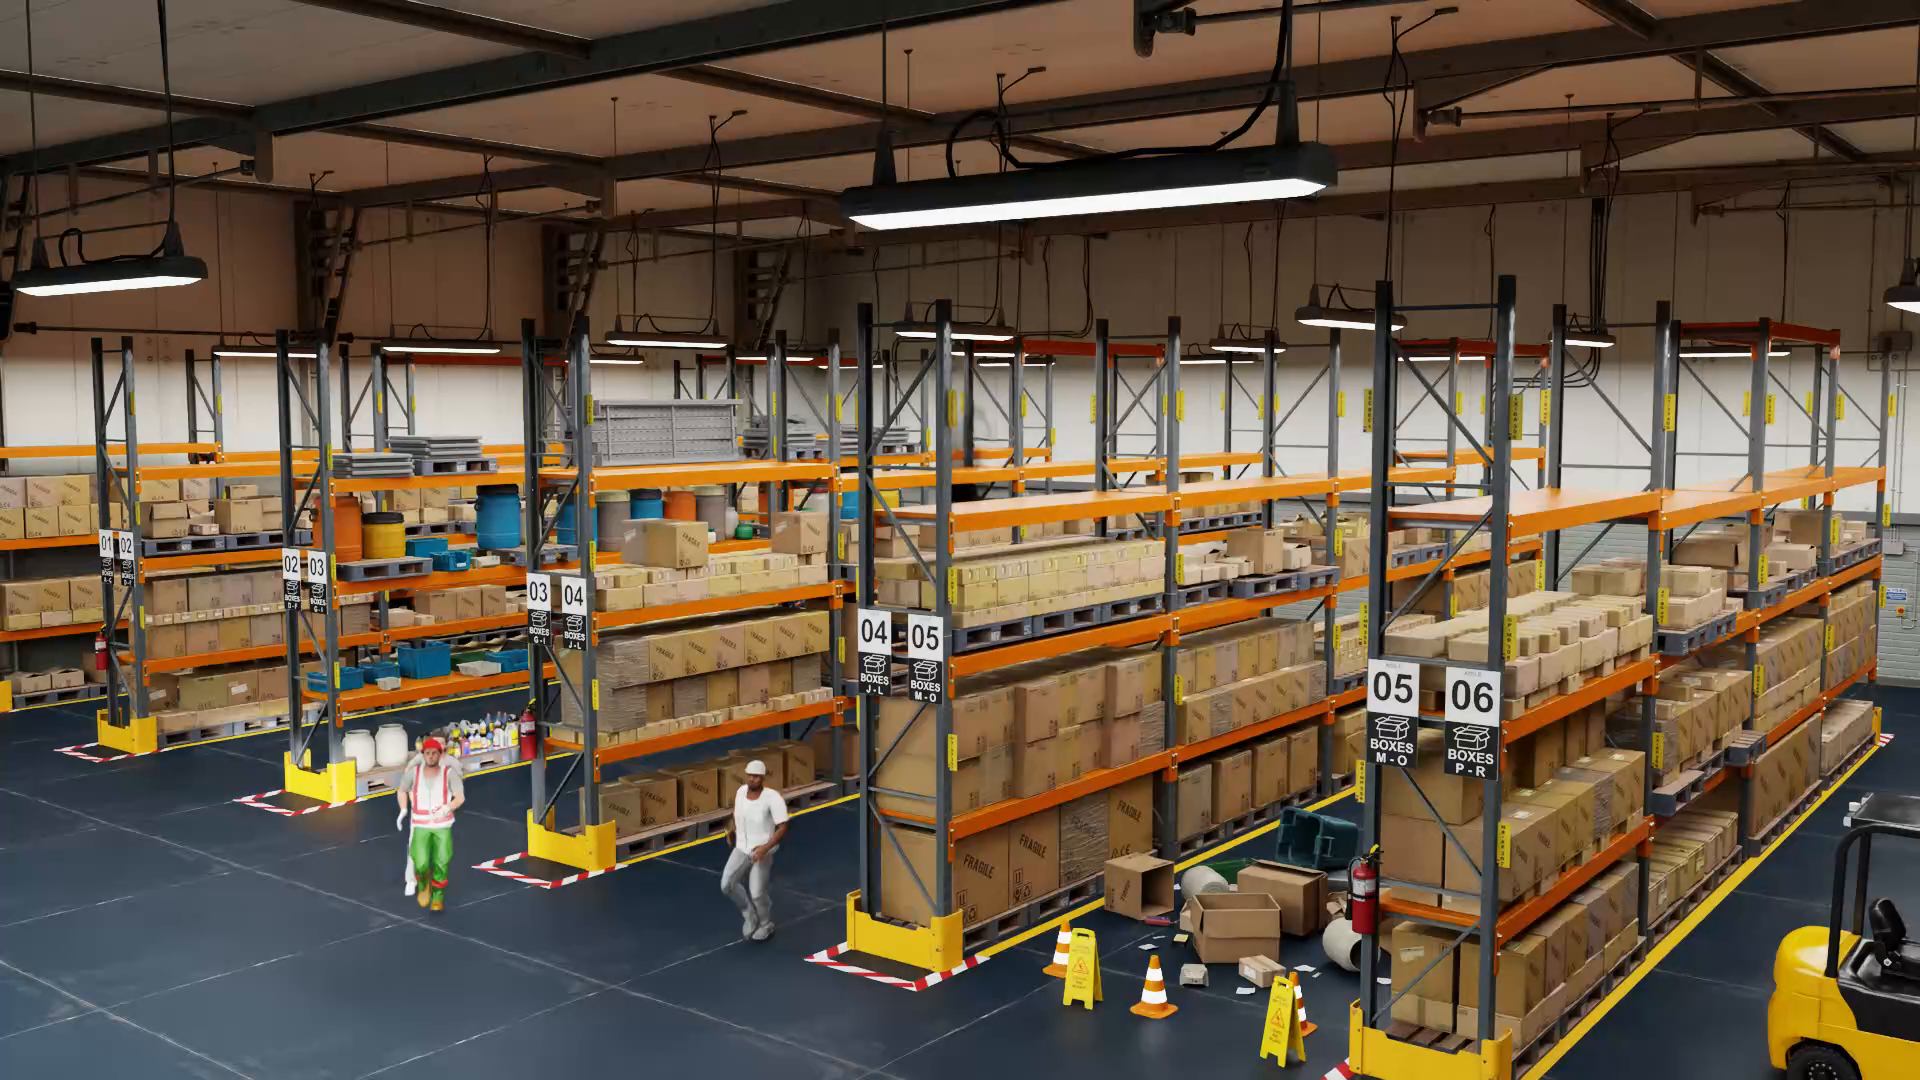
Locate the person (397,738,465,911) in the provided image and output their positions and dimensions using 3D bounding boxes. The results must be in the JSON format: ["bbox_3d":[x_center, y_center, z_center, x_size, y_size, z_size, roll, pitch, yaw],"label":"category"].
[{"bbox_3d":[-5.243,2.846,16.486,0.652,1.745,0.615,-1,5,-16],"label":"person"}]

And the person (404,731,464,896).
[{"bbox_3d":[-5.572,2.832,17.624,0.611,1.654,0.882,-1,5,-16],"label":"person"}]

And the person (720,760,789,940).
[{"bbox_3d":[-1.968,2.933,15.703,0.724,1.726,0.580,3,6,33],"label":"person"}]

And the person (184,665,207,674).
[{"bbox_3d":[-12.271,1.926,26.872,0.640,1.824,0.791,3,6,34],"label":"person"}]
